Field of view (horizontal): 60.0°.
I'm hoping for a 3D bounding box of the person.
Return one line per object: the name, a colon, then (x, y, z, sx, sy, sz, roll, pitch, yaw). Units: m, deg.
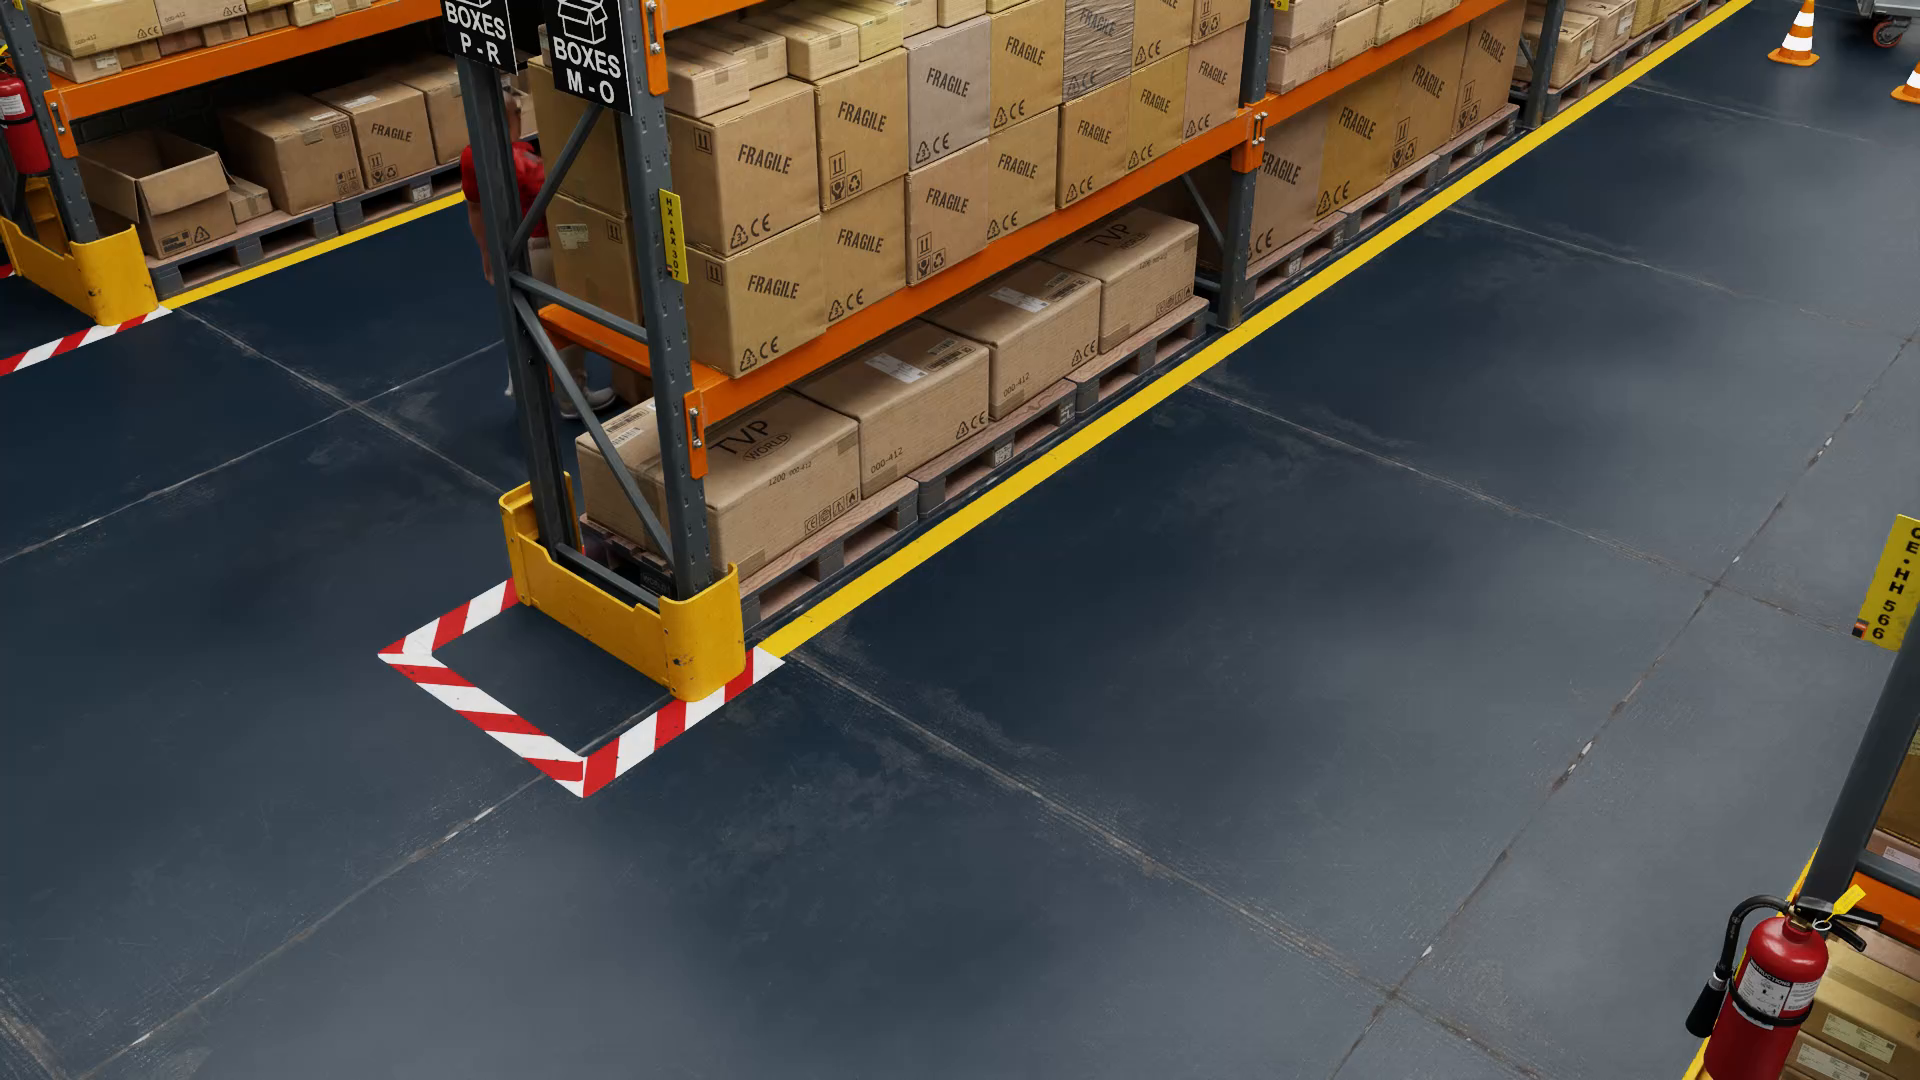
person: (-2.041, -1.354, 8.125, 0.557, 1.779, 0.492, 22, 40, 28)
